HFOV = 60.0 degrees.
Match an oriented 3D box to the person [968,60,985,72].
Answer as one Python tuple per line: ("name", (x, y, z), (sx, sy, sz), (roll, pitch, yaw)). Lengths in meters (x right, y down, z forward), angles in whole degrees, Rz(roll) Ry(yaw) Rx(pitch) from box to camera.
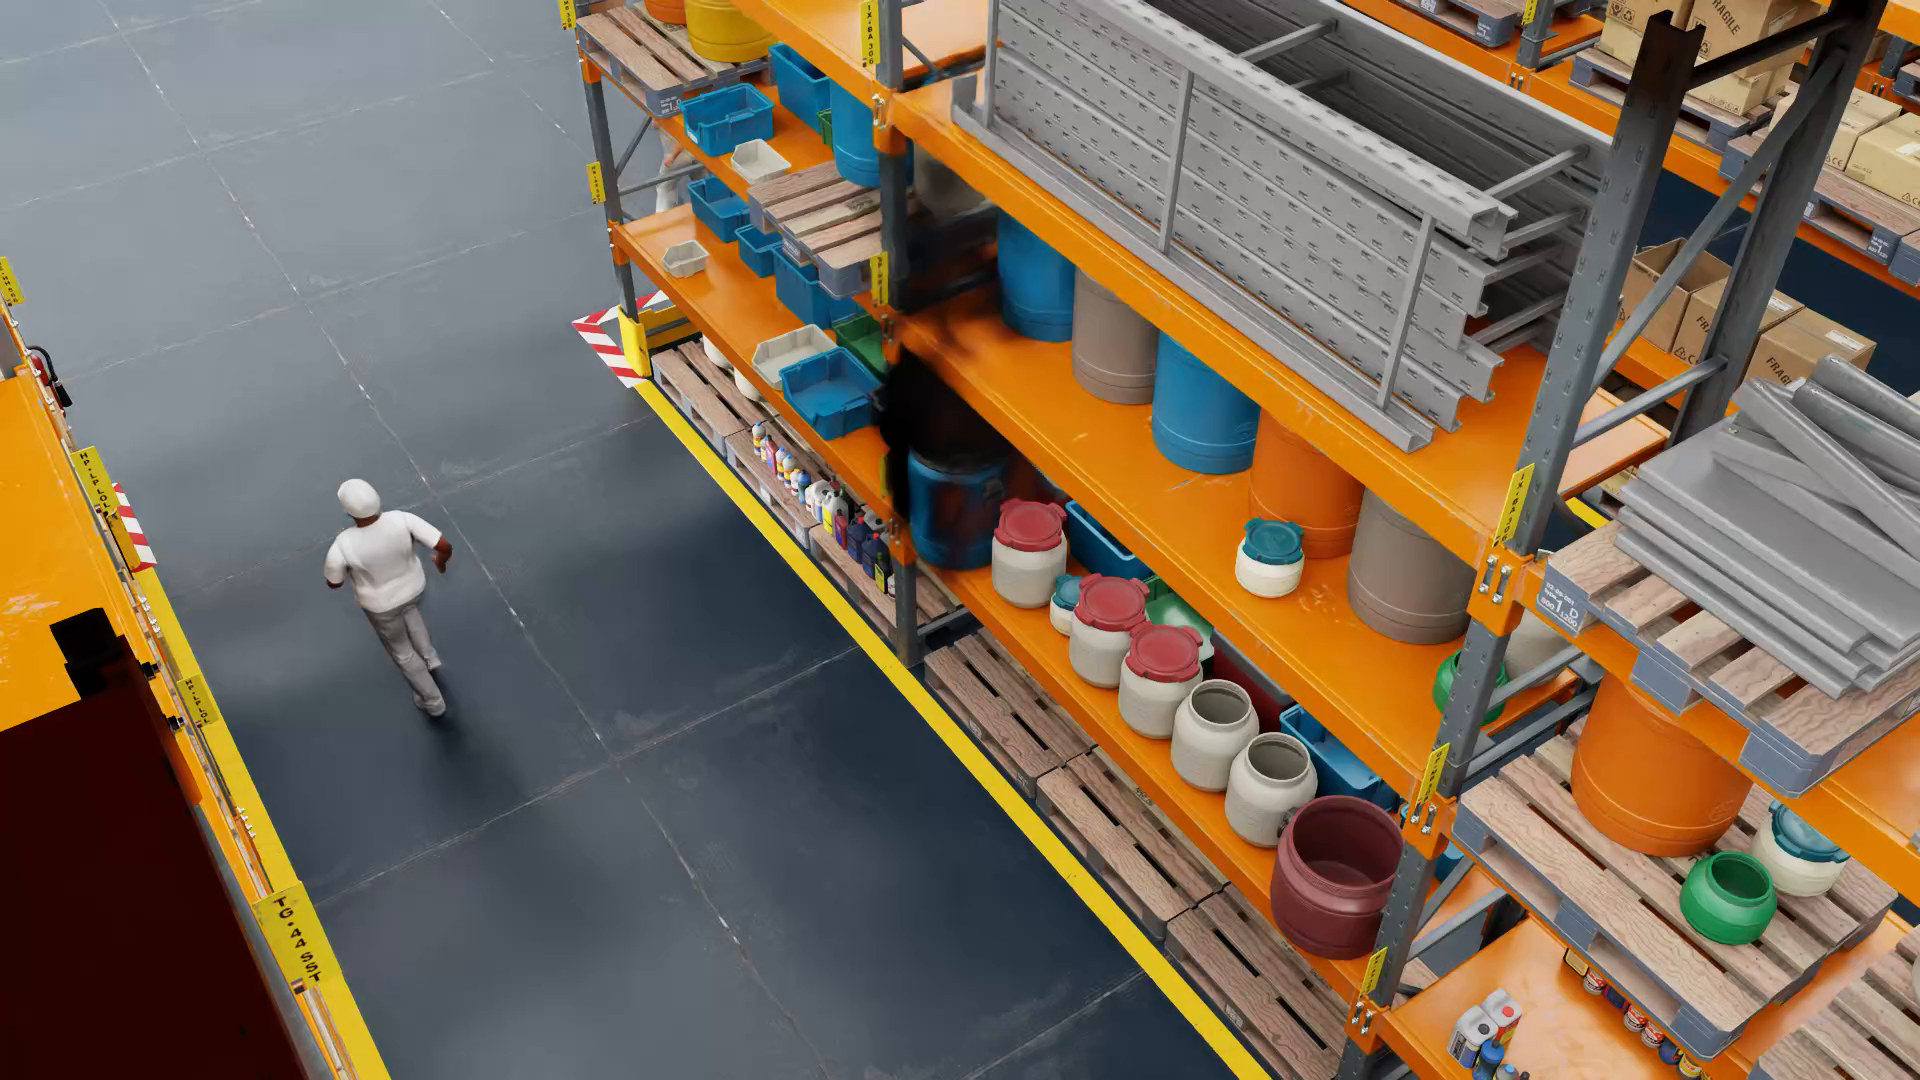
("person", (0.364, -4.942, 15.846), (0.727, 1.850, 0.653), (-2, 43, -3))

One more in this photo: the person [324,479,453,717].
("person", (-3.463, 0.315, 10.126), (0.728, 1.801, 0.671), (34, 52, 31))

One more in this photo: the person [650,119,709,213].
("person", (-2.368, -3.243, 14.007), (0.886, 1.670, 0.595), (12, 44, 13))
